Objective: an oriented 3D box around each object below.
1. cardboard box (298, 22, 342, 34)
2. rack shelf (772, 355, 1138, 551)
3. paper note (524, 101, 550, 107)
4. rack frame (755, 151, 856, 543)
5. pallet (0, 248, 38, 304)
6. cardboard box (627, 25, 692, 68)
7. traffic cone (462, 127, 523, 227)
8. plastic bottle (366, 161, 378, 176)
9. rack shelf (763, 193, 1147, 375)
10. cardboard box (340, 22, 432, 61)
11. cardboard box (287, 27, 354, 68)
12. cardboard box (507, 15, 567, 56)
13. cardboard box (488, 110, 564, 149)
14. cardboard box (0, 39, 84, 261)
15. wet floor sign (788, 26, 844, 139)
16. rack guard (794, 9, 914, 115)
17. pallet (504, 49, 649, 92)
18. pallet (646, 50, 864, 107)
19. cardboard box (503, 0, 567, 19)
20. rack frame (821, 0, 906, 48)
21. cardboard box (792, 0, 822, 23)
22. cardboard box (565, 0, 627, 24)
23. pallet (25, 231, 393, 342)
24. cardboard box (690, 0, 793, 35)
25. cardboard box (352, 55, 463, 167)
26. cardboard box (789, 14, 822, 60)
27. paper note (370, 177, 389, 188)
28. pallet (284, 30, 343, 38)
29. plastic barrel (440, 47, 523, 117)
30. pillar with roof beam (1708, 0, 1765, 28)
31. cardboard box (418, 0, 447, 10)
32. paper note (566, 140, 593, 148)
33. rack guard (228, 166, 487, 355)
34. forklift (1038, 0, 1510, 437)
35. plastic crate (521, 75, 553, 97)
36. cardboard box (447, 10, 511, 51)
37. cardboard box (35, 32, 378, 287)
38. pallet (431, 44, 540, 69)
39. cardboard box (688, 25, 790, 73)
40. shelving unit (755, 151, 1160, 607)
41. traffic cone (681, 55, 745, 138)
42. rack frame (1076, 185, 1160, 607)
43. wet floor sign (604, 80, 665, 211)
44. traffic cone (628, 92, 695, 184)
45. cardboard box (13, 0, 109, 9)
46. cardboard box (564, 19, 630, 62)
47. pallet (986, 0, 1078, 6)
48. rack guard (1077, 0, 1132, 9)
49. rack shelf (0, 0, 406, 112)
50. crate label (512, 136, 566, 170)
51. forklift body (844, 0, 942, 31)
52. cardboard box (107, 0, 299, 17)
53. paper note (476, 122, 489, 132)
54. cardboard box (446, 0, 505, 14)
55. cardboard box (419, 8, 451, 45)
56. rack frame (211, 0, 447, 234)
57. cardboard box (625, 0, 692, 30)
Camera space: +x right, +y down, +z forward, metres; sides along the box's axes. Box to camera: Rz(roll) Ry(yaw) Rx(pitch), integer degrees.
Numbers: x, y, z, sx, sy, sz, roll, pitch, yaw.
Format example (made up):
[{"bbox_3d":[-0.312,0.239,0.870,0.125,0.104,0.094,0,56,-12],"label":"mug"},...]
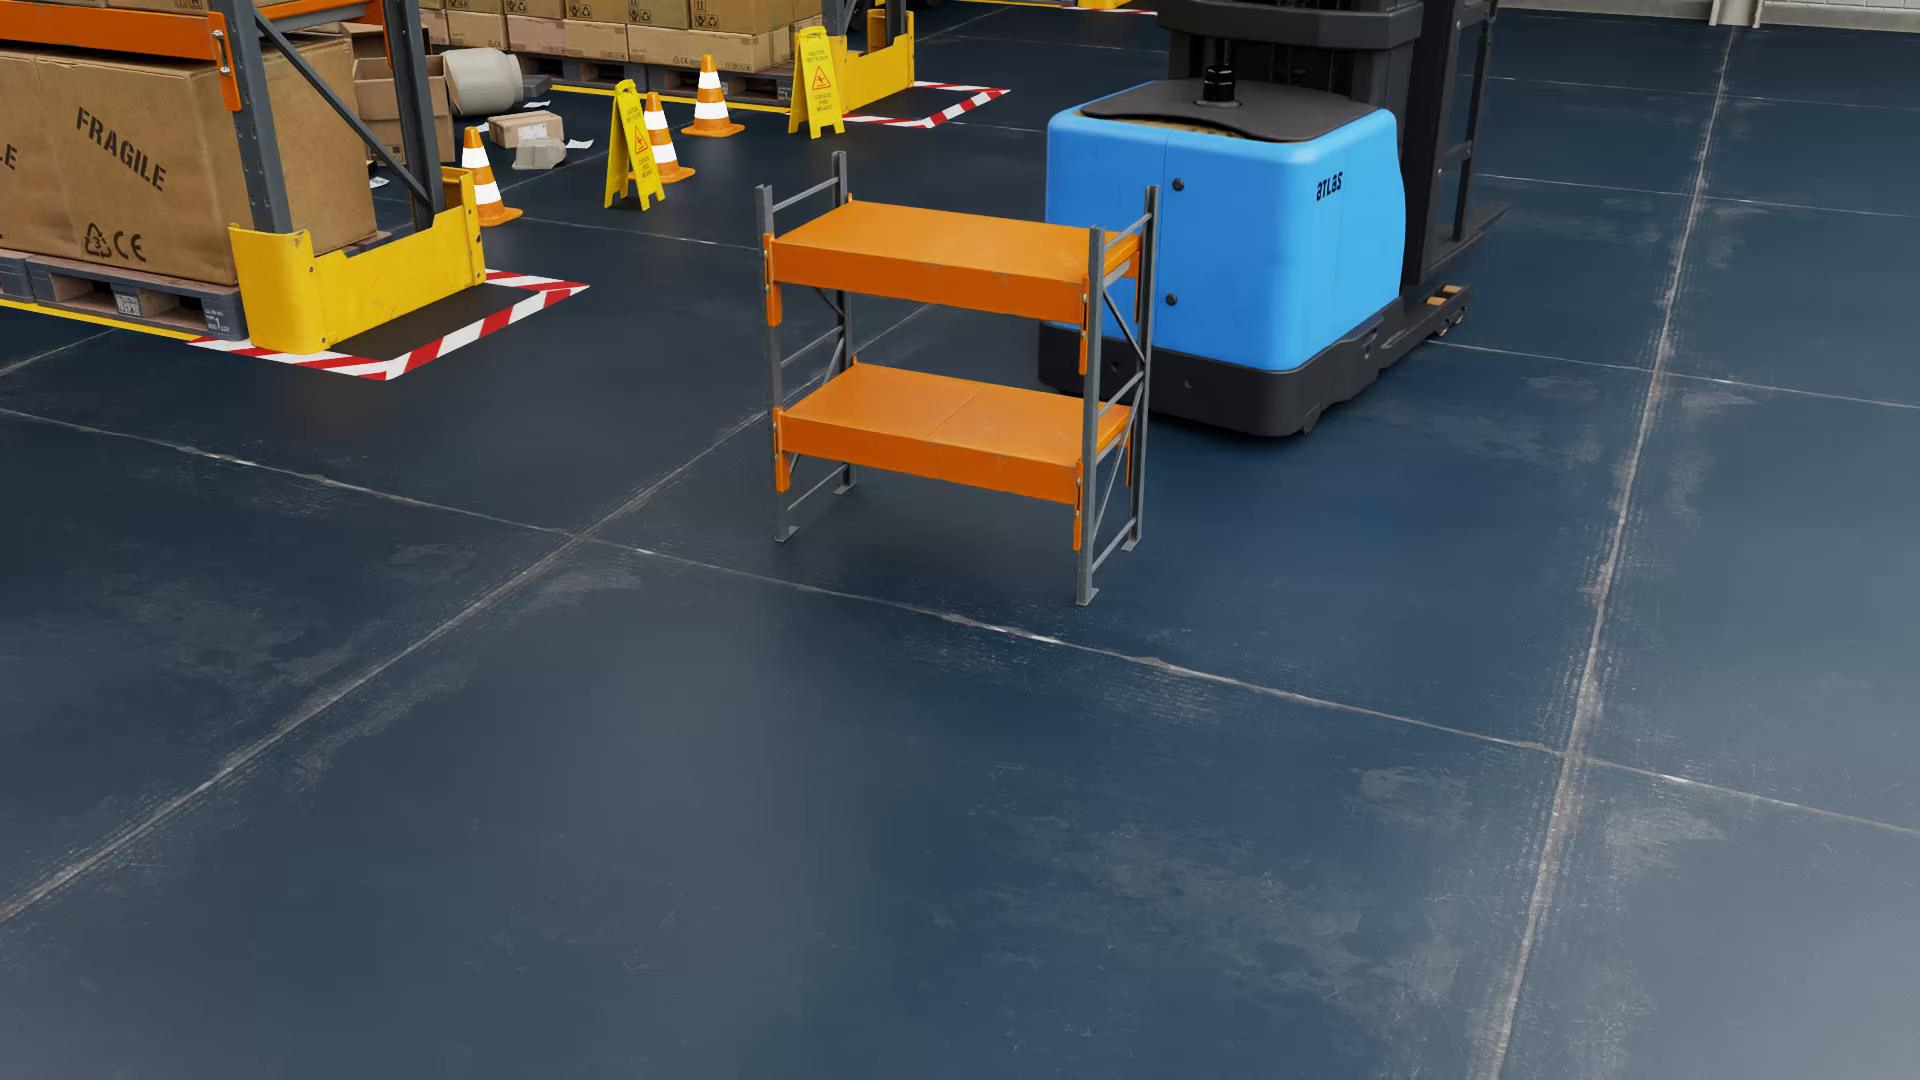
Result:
[{"bbox_3d":[-4.753,-4.206,12.896,0.625,0.372,0.950,12,29,22],"label":"cardboard box"},{"bbox_3d":[-0.006,-0.287,5.112,1.000,0.278,0.538,11,28,22],"label":"rack shelf"},{"bbox_3d":[-2.842,-2.931,11.169,0.148,0.019,0.142,2,26,4],"label":"paper note"},{"bbox_3d":[-0.469,-0.599,5.193,0.032,1.125,0.500,11,28,22],"label":"rack frame"},{"bbox_3d":[-4.457,-1.449,7.953,1.213,0.211,1.003,11,28,22],"label":"pallet"},{"bbox_3d":[-1.948,-3.462,11.524,0.500,0.250,0.500,11,28,22],"label":"cardboard box"},{"bbox_3d":[-2.486,-1.891,8.567,0.334,0.463,0.336,11,28,22],"label":"traffic cone"},{"bbox_3d":[-3.489,-2.127,9.500,0.283,0.061,0.133,2,26,4],"label":"plastic bottle"},{"bbox_3d":[-0.006,-0.768,4.875,1.000,0.278,0.538,11,28,22],"label":"rack shelf"},{"bbox_3d":[-3.862,-3.238,11.258,0.500,0.500,0.500,-12,29,-23],"label":"cardboard box"},{"bbox_3d":[-4.134,-2.782,10.177,0.503,0.637,0.797,11,28,22],"label":"cardboard box"},{"bbox_3d":[-2.874,-3.651,11.907,0.500,0.250,0.500,11,28,21],"label":"cardboard box"},{"bbox_3d":[-2.662,-2.518,10.197,0.380,0.149,0.250,-18,31,-31],"label":"cardboard box"},{"bbox_3d":[-4.036,-1.854,7.549,0.875,0.875,0.875,11,28,21],"label":"cardboard box"},{"bbox_3d":[-0.903,-2.849,10.306,0.232,0.644,0.267,23,35,39],"label":"wet floor sign"},{"bbox_3d":[-0.702,-3.262,11.310,0.348,0.500,1.175,11,28,22],"label":"rack guard"},{"bbox_3d":[-2.534,-3.519,12.159,1.213,0.211,1.003,11,28,22],"label":"pallet"},{"bbox_3d":[-1.427,-3.296,11.705,1.213,0.211,1.003,11,28,22],"label":"pallet"},{"bbox_3d":[-2.885,-3.988,11.742,0.500,0.500,0.500,13,29,24],"label":"cardboard box"},{"bbox_3d":[-0.633,-4.370,10.730,0.127,3.000,1.000,11,28,22],"label":"rack frame"},{"bbox_3d":[-1.275,-3.924,11.613,0.500,0.500,0.500,10,28,20],"label":"cardboard box"},{"bbox_3d":[-2.403,-3.892,11.548,0.500,0.500,0.500,11,28,21],"label":"cardboard box"},{"bbox_3d":[-3.350,-1.225,7.499,1.213,0.211,1.003,11,28,22],"label":"pallet"},{"bbox_3d":[-1.470,-3.703,11.164,0.500,0.500,0.500,12,28,22],"label":"cardboard box"},{"bbox_3d":[-3.280,-2.553,9.866,0.637,0.503,0.797,-7,27,-14],"label":"cardboard box"},{"bbox_3d":[-1.253,-3.584,11.770,0.500,0.250,0.500,11,28,21],"label":"cardboard box"},{"bbox_3d":[-3.277,-1.990,9.260,0.142,0.017,0.144,23,35,39],"label":"paper note"},{"bbox_3d":[-4.983,-3.992,13.119,1.213,0.211,1.003,11,28,22],"label":"pallet"},{"bbox_3d":[-3.140,-2.983,10.830,0.512,0.421,0.421,-12,29,-23],"label":"plastic barrel"},{"bbox_3d":[4.837,-6.720,8.711,0.400,9.000,9.100,11,28,22],"label":"pillar with roof beam"},{"bbox_3d":[-3.849,-4.176,12.125,0.500,0.500,0.500,13,29,24],"label":"cardboard box"},{"bbox_3d":[-2.317,-2.410,10.111,0.142,0.019,0.148,2,26,4],"label":"paper note"},{"bbox_3d":[-2.568,-1.235,7.193,0.348,0.500,1.175,11,28,22],"label":"rack guard"},{"bbox_3d":[1.538,-2.276,6.554,1.130,2.935,3.031,17,31,30],"label":"forklift"},{"bbox_3d":[-3.184,-3.175,11.608,0.583,0.080,0.402,2,26,4],"label":"plastic crate"},{"bbox_3d":[-3.358,-3.747,12.102,0.500,0.250,0.500,13,29,25],"label":"cardboard box"},{"bbox_3d":[-3.235,-1.694,7.224,0.875,0.875,0.875,12,28,22],"label":"cardboard box"},{"bbox_3d":[-3.648,-3.742,12.611,1.213,0.211,1.003,11,28,22],"label":"pallet"},{"bbox_3d":[-1.502,-3.369,11.334,0.500,0.250,0.500,11,28,22],"label":"cardboard box"},{"bbox_3d":[-0.006,-0.506,5.004,1.048,1.125,0.538,11,28,22],"label":"shelving unit"},{"bbox_3d":[-1.558,-2.792,10.397,0.334,0.463,0.336,11,28,22],"label":"traffic cone"},{"bbox_3d":[0.457,-0.413,4.815,0.032,1.125,0.500,11,28,22],"label":"rack frame"},{"bbox_3d":[-1.744,-2.096,8.776,0.232,0.644,0.267,6,27,13],"label":"wet floor sign"},{"bbox_3d":[-1.708,-2.283,9.364,0.334,0.463,0.336,11,28,22],"label":"traffic cone"},{"bbox_3d":[-3.456,-2.570,6.904,0.550,0.550,0.875,11,28,22],"label":"cardboard box"},{"bbox_3d":[-2.427,-3.556,11.714,0.500,0.250,0.500,10,28,20],"label":"cardboard box"},{"bbox_3d":[0.705,-5.239,15.651,1.213,0.211,1.003,11,28,22],"label":"pallet"},{"bbox_3d":[1.440,-5.241,15.329,0.348,0.500,1.175,11,28,22],"label":"rack guard"},{"bbox_3d":[-4.410,-2.404,7.552,4.000,0.370,1.077,11,28,22],"label":"rack shelf"},{"bbox_3d":[-2.450,-2.256,9.677,0.298,0.136,0.250,-2,26,-5],"label":"crate label"},{"bbox_3d":[-1.063,-5.599,14.187,1.214,2.155,2.313,11,28,22],"label":"forklift body"},{"bbox_3d":[-2.946,-2.478,6.718,0.550,0.550,0.875,11,28,22],"label":"cardboard box"},{"bbox_3d":[-3.028,-2.621,10.552,0.142,0.019,0.148,23,35,39],"label":"paper note"},{"bbox_3d":[-3.357,-4.083,11.936,0.500,0.500,0.500,13,29,24],"label":"cardboard box"},{"bbox_3d":[-3.849,-3.840,12.291,0.500,0.250,0.500,10,28,19],"label":"cardboard box"},{"bbox_3d":[-2.590,-2.361,6.650,0.127,3.000,1.000,11,28,22],"label":"rack frame"},{"bbox_3d":[-1.947,-3.797,11.355,0.500,0.500,0.500,12,29,24],"label":"cardboard box"}]
